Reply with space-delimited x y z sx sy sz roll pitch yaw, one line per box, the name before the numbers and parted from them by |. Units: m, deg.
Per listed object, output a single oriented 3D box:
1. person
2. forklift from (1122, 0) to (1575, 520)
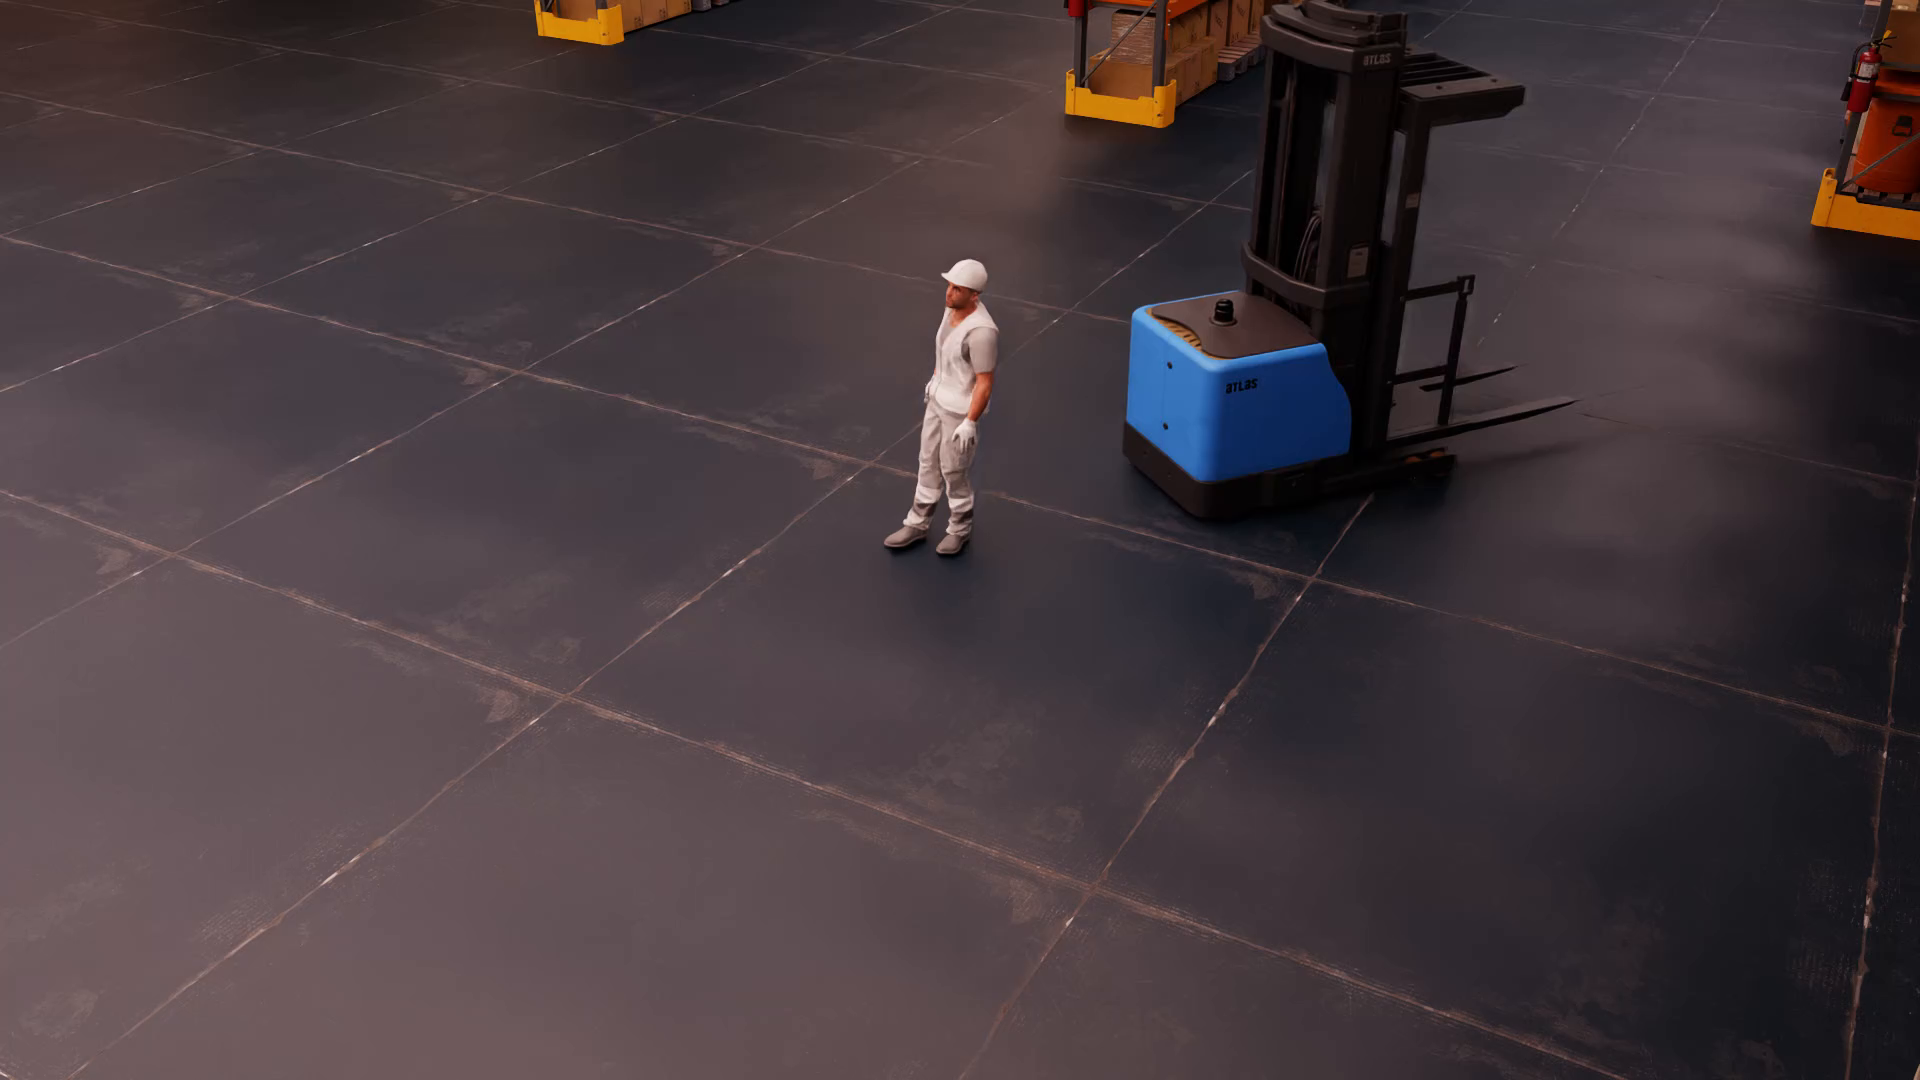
person | -0.124 -0.740 9.502 0.637 1.785 0.639 -11 32 -19
forklift | 2.622 -1.866 10.303 3.031 2.935 1.130 -12 32 -20
